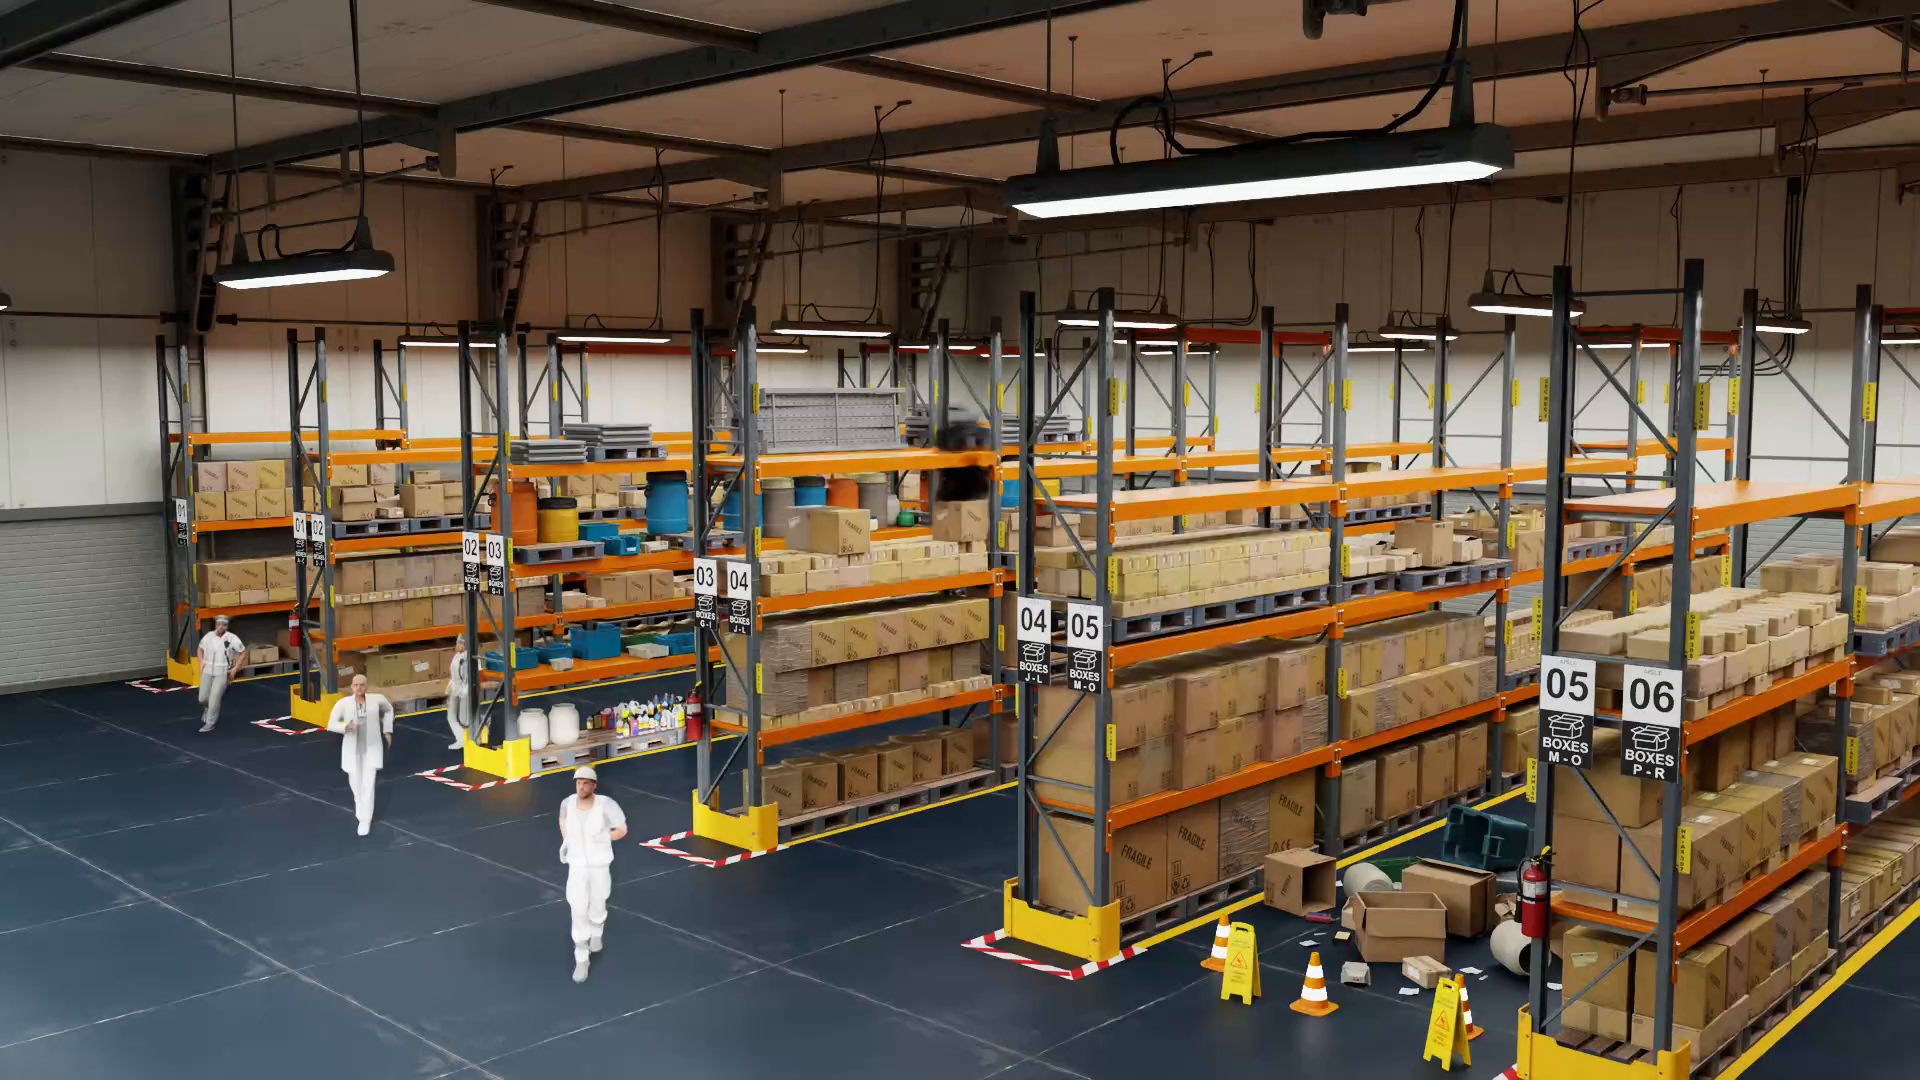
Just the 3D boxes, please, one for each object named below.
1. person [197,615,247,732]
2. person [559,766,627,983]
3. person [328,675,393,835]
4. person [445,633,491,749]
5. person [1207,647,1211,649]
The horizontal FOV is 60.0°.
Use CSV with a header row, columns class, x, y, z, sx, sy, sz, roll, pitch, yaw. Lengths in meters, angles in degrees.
class,x,y,z,sx,sy,sz,roll,pitch,yaw
person,-11.093,1.967,24.966,0.742,1.737,0.659,-1,5,-7
person,-3.252,2.894,14.720,0.624,1.833,0.843,0,5,-5
person,-6.945,2.433,19.299,0.697,1.776,1.061,-1,6,-15
person,-6.994,2.123,23.620,0.656,1.637,0.656,4,7,37
person,3.261,2.180,22.233,0.684,1.810,0.881,4,6,34
